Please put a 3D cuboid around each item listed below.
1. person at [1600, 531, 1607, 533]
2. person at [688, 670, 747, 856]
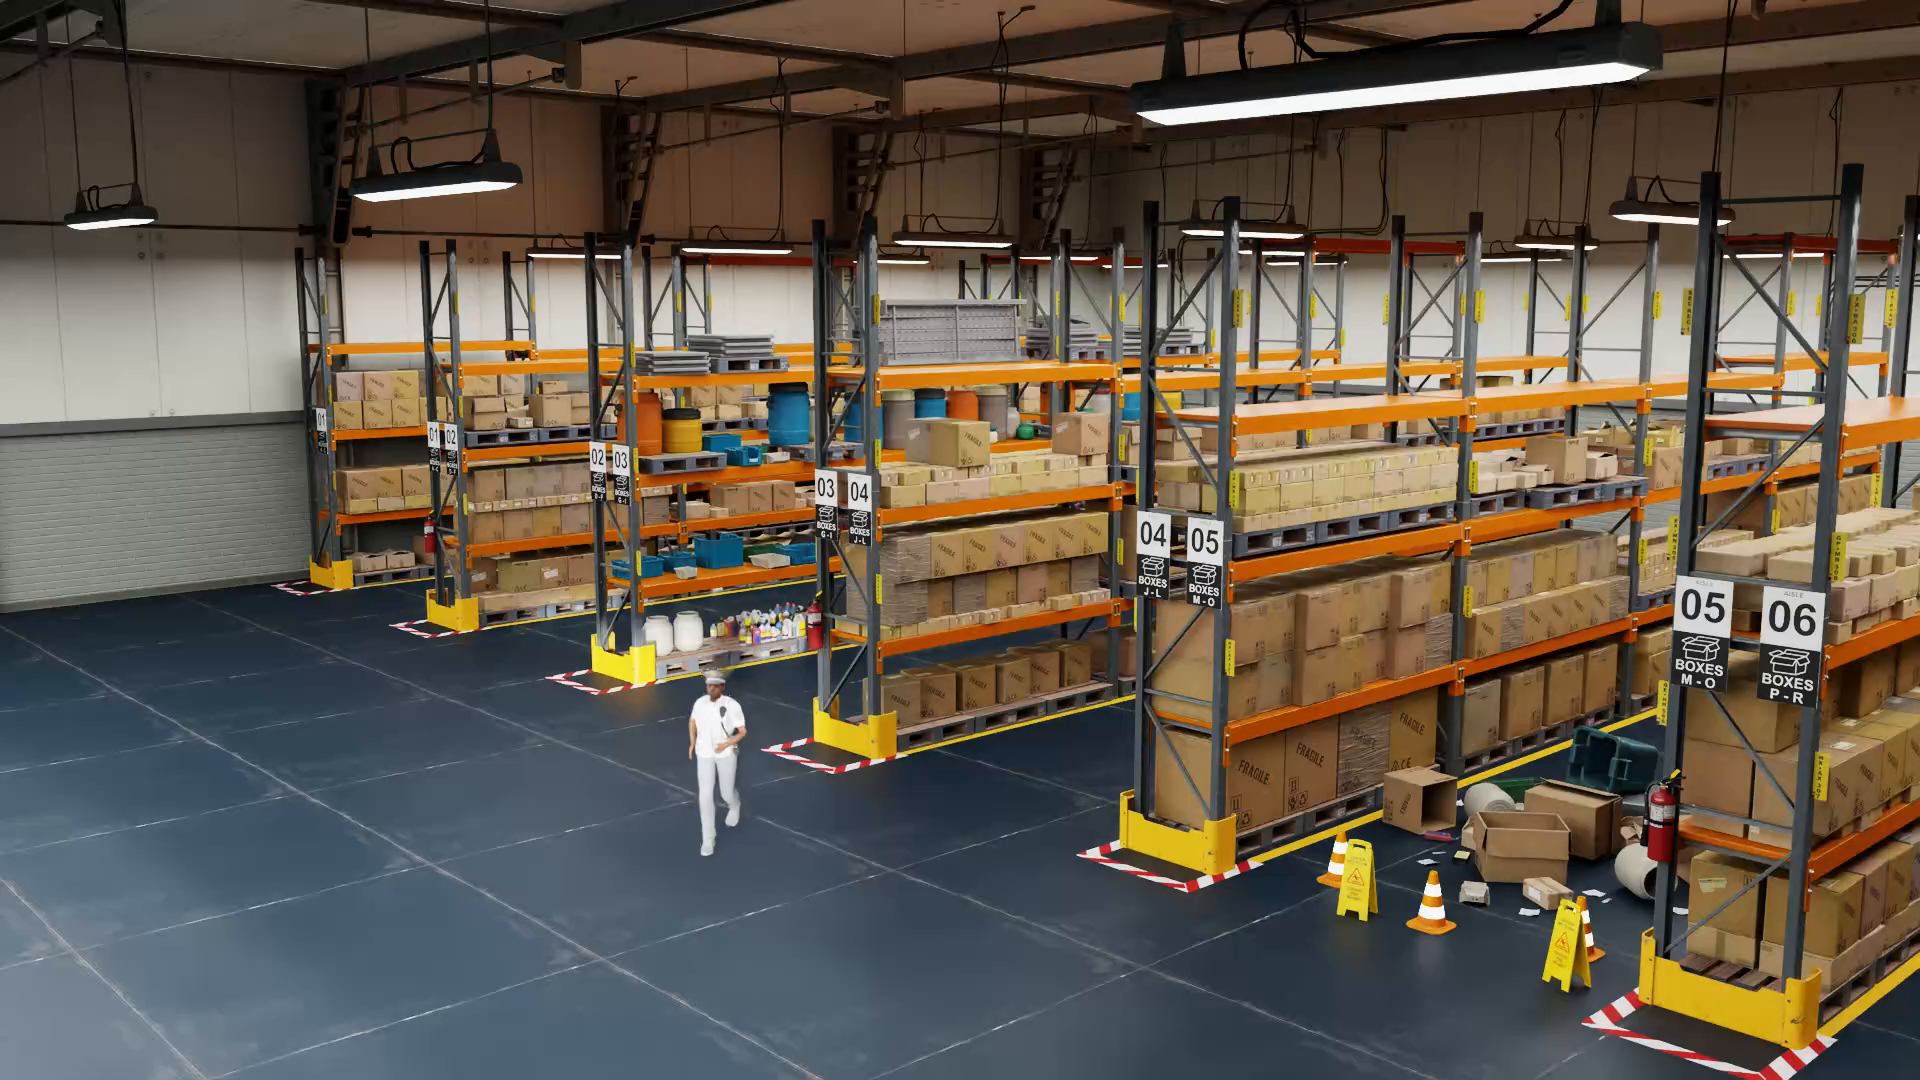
[{"bbox_3d":[9.476,0.705,24.684,0.674,1.695,0.921,8,11,42],"label":"person"},{"bbox_3d":[-2.299,2.038,15.699,0.597,1.682,0.885,1,8,6],"label":"person"}]
